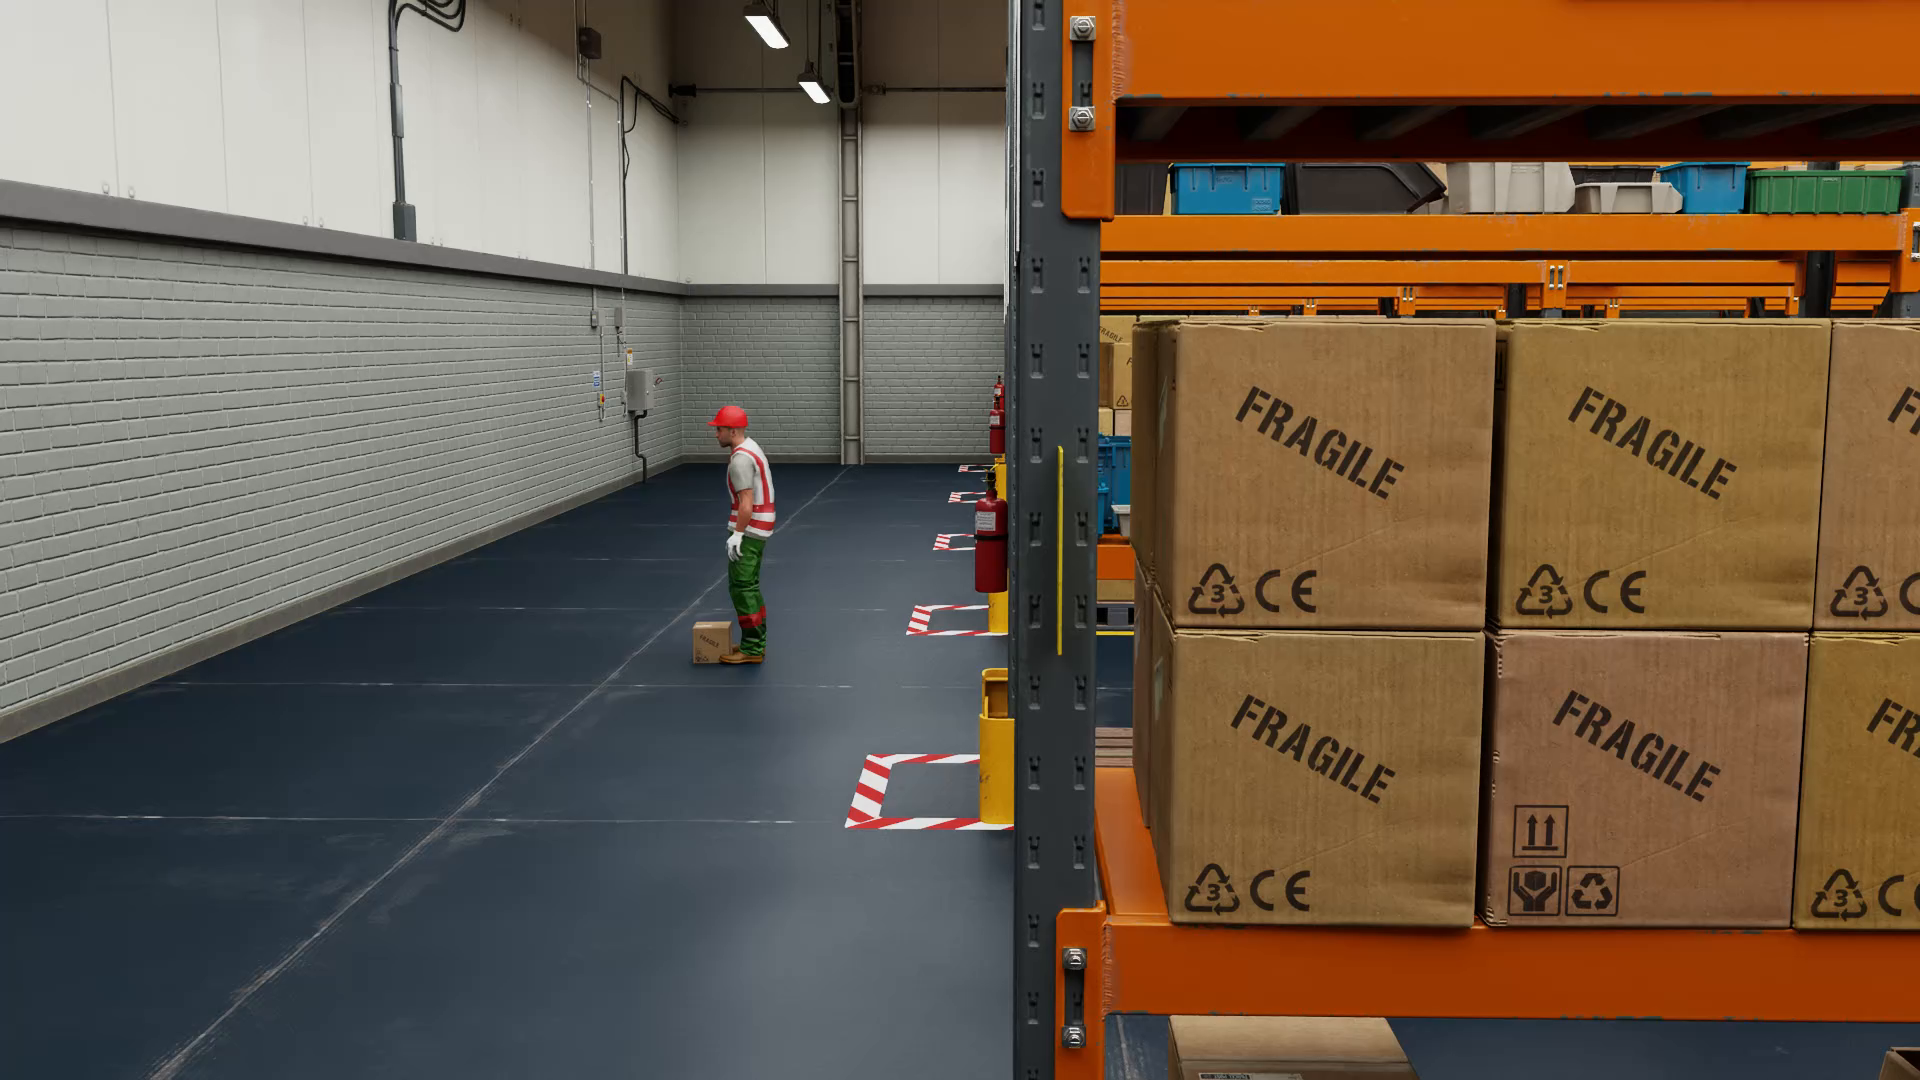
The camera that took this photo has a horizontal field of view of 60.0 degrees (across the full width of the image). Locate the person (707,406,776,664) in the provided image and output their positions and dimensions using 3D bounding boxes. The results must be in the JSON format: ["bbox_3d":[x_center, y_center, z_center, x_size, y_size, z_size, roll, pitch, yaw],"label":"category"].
[{"bbox_3d":[-1.508,-0.040,11.528,0.456,1.778,0.617,0,7,0],"label":"person"}]
